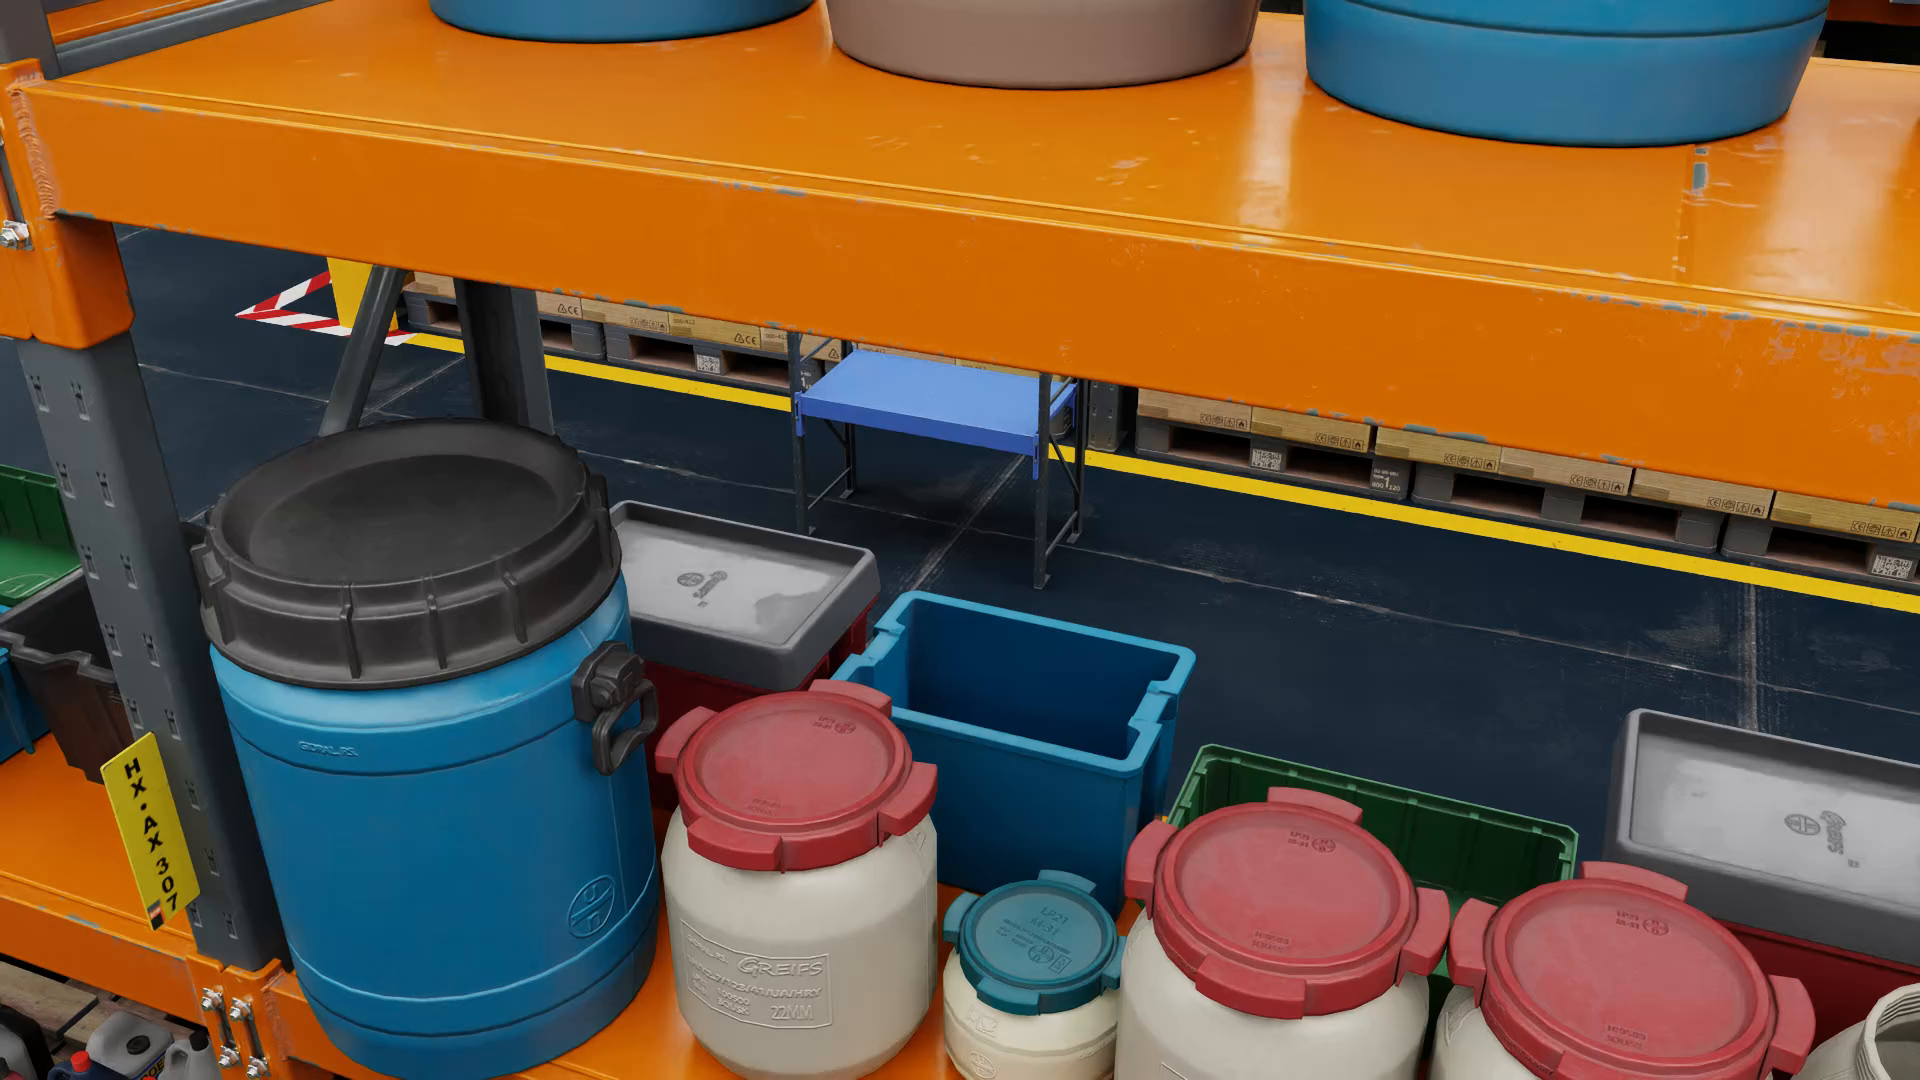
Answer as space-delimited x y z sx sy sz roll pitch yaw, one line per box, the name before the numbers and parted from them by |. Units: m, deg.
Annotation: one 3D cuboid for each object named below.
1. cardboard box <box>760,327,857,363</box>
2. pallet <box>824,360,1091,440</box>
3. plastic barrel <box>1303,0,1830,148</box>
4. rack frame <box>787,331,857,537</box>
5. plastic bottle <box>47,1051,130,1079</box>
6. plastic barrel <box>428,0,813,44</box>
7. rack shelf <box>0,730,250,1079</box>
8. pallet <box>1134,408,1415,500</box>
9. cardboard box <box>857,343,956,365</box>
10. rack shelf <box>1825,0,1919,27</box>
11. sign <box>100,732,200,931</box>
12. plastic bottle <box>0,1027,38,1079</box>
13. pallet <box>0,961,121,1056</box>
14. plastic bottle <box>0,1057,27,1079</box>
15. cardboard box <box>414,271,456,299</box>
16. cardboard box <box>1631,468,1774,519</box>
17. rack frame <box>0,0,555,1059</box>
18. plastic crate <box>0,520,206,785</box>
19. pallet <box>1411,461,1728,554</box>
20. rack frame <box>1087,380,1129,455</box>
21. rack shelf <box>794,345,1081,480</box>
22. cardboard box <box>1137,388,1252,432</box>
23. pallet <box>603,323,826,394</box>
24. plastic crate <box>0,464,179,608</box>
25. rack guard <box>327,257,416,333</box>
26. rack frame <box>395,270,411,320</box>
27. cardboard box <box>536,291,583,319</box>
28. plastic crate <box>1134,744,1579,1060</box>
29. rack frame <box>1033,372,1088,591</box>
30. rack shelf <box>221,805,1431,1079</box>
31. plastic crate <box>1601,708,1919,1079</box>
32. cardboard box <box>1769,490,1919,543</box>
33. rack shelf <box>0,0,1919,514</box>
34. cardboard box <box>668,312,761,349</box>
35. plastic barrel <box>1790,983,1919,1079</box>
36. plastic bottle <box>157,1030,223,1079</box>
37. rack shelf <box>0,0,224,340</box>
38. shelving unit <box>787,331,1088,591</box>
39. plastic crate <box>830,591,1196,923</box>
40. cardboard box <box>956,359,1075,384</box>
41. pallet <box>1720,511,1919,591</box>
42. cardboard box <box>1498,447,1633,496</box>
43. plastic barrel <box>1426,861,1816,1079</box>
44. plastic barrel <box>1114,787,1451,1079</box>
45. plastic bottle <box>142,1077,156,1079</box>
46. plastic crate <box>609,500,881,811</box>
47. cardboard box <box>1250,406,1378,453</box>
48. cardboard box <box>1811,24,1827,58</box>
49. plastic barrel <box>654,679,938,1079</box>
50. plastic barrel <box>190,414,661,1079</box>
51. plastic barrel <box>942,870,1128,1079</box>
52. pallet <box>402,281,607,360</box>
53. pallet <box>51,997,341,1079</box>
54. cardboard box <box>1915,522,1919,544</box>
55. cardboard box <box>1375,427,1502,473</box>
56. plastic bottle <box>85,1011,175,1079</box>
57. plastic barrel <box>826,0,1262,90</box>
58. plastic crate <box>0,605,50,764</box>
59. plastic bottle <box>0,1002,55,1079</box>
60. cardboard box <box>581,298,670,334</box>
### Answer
cardboard box | -0.623 -1.081 7.982 0.500 0.250 0.500 11 31 19
pallet | 0.096 -0.879 8.090 1.213 0.211 1.003 11 31 19
plastic barrel | 0.716 -0.955 1.834 0.708 0.901 0.600 11 31 19
rack frame | -0.550 -0.763 6.575 0.032 1.500 0.500 11 31 19
plastic bottle | -1.932 1.270 3.700 0.185 0.351 0.144 10 31 17
plastic barrel | -0.496 -1.197 2.262 0.708 0.901 0.600 11 31 19
rack shelf | -2.902 0.275 3.947 4.000 0.370 1.077 11 31 19
pallet | 1.514 -0.594 7.586 1.213 0.211 1.003 11 31 19
cardboard box | -0.155 -0.995 7.830 0.500 0.250 0.500 11 31 19
rack shelf | 4.529 -3.502 10.629 4.000 0.370 1.077 11 31 19
sign | -1.266 0.460 2.607 0.005 0.325 0.100 11 31 19
plastic bottle | -2.231 1.210 3.805 0.185 0.351 0.144 11 31 19
pallet | -2.790 1.177 4.453 1.213 0.211 1.003 11 31 19
plastic bottle | -2.098 1.288 3.736 0.133 0.283 0.061 13 32 22
cardboard box | -2.476 -1.451 8.637 0.500 0.250 0.500 11 31 19
cardboard box | 3.000 -0.346 6.682 0.500 0.250 0.500 12 32 20
rack frame | -1.050 0.333 3.112 0.053 2.616 0.949 11 31 19
plastic crate | -1.486 0.204 3.404 0.504 0.338 0.767 11 31 19
pallet | 2.649 -0.369 7.188 1.213 0.211 1.003 11 31 19
rack frame | 0.817 -1.926 7.110 0.127 3.000 1.000 11 31 19
rack shelf | -0.079 -0.512 6.497 1.000 0.185 0.538 11 31 19
cardboard box | 1.098 -0.725 7.351 0.500 0.250 0.500 11 31 18
pallet | -1.039 -1.104 8.488 1.213 0.211 1.003 11 31 19
plastic crate | -2.201 0.044 3.839 0.662 0.188 0.450 11 31 19
rack guard | -2.912 -1.583 9.042 0.348 0.500 1.175 11 31 19
rack frame | -2.890 -2.666 8.419 0.127 3.000 1.000 11 31 19
cardboard box | -2.012 -1.361 8.476 0.500 0.250 0.500 11 31 19
plastic crate | 0.671 0.617 2.825 0.662 0.188 0.450 11 31 19
rack frame | 0.392 -0.575 6.242 0.032 1.500 0.500 11 31 19
rack shelf | 0.804 1.015 2.637 4.000 0.370 1.077 11 31 19
plastic crate | 1.275 0.605 2.566 0.583 0.464 0.402 11 31 19
cardboard box | 3.465 -0.252 6.515 0.500 0.250 0.500 11 31 19
rack shelf | 0.804 -0.291 1.899 4.000 0.370 1.077 11 31 19
cardboard box | -1.087 -1.173 8.145 0.500 0.250 0.500 11 31 19
plastic barrel | 1.234 0.852 2.081 0.421 0.512 0.421 0 29 0
plastic bottle | -1.700 1.240 3.753 0.185 0.351 0.144 11 31 19
rack shelf | -2.902 -1.031 3.209 4.000 0.370 1.077 11 31 19
shelving unit | -0.079 -0.669 6.409 1.048 1.500 0.538 11 31 19
plastic crate | 0.090 0.401 3.009 0.575 0.384 0.392 11 31 19
cardboard box | 0.305 -0.898 7.658 0.500 0.250 0.500 11 31 19
pallet | 3.775 -0.142 6.788 1.213 0.211 1.003 11 31 19
cardboard box | 2.523 -0.440 6.848 0.500 0.250 0.500 12 32 20
plastic barrel | 0.836 0.765 2.210 0.433 0.535 0.433 0 29 0
plastic barrel | 0.435 0.685 2.351 0.433 0.535 0.433 0 29 0
plastic bottle | -1.754 1.305 3.637 0.185 0.351 0.144 10 31 18
plastic crate | -0.485 0.254 3.188 0.583 0.464 0.402 11 31 19
cardboard box | 1.571 -0.629 7.183 0.500 0.250 0.500 12 32 20
cardboard box | 5.191 -3.119 10.551 0.500 0.250 0.500 12 32 20
plastic barrel | -0.245 0.549 2.592 0.433 0.535 0.433 0 29 0
plastic barrel | -0.805 0.323 2.621 0.708 0.901 0.600 11 31 19
plastic barrel | 0.120 0.707 2.592 0.301 0.262 0.301 0 29 0
pallet | -2.165 -1.330 8.888 1.213 0.211 1.003 11 31 19
pallet | -1.655 1.402 4.055 1.213 0.211 1.003 11 31 19
cardboard box | 3.944 -0.158 6.349 0.500 0.250 0.500 12 32 20
cardboard box | 2.052 -0.535 7.015 0.500 0.250 0.500 10 31 18
plastic bottle | -1.899 1.230 3.846 0.135 0.276 0.152 11 31 19
plastic barrel | 0.110 -1.076 2.048 0.600 0.901 0.600 0 29 0
plastic crate | -2.176 0.315 3.295 0.616 0.251 0.499 11 31 19
plastic bottle | -2.216 1.188 3.913 0.133 0.283 0.061 11 31 19
cardboard box | -1.548 -1.268 8.312 0.500 0.250 0.500 11 31 19
